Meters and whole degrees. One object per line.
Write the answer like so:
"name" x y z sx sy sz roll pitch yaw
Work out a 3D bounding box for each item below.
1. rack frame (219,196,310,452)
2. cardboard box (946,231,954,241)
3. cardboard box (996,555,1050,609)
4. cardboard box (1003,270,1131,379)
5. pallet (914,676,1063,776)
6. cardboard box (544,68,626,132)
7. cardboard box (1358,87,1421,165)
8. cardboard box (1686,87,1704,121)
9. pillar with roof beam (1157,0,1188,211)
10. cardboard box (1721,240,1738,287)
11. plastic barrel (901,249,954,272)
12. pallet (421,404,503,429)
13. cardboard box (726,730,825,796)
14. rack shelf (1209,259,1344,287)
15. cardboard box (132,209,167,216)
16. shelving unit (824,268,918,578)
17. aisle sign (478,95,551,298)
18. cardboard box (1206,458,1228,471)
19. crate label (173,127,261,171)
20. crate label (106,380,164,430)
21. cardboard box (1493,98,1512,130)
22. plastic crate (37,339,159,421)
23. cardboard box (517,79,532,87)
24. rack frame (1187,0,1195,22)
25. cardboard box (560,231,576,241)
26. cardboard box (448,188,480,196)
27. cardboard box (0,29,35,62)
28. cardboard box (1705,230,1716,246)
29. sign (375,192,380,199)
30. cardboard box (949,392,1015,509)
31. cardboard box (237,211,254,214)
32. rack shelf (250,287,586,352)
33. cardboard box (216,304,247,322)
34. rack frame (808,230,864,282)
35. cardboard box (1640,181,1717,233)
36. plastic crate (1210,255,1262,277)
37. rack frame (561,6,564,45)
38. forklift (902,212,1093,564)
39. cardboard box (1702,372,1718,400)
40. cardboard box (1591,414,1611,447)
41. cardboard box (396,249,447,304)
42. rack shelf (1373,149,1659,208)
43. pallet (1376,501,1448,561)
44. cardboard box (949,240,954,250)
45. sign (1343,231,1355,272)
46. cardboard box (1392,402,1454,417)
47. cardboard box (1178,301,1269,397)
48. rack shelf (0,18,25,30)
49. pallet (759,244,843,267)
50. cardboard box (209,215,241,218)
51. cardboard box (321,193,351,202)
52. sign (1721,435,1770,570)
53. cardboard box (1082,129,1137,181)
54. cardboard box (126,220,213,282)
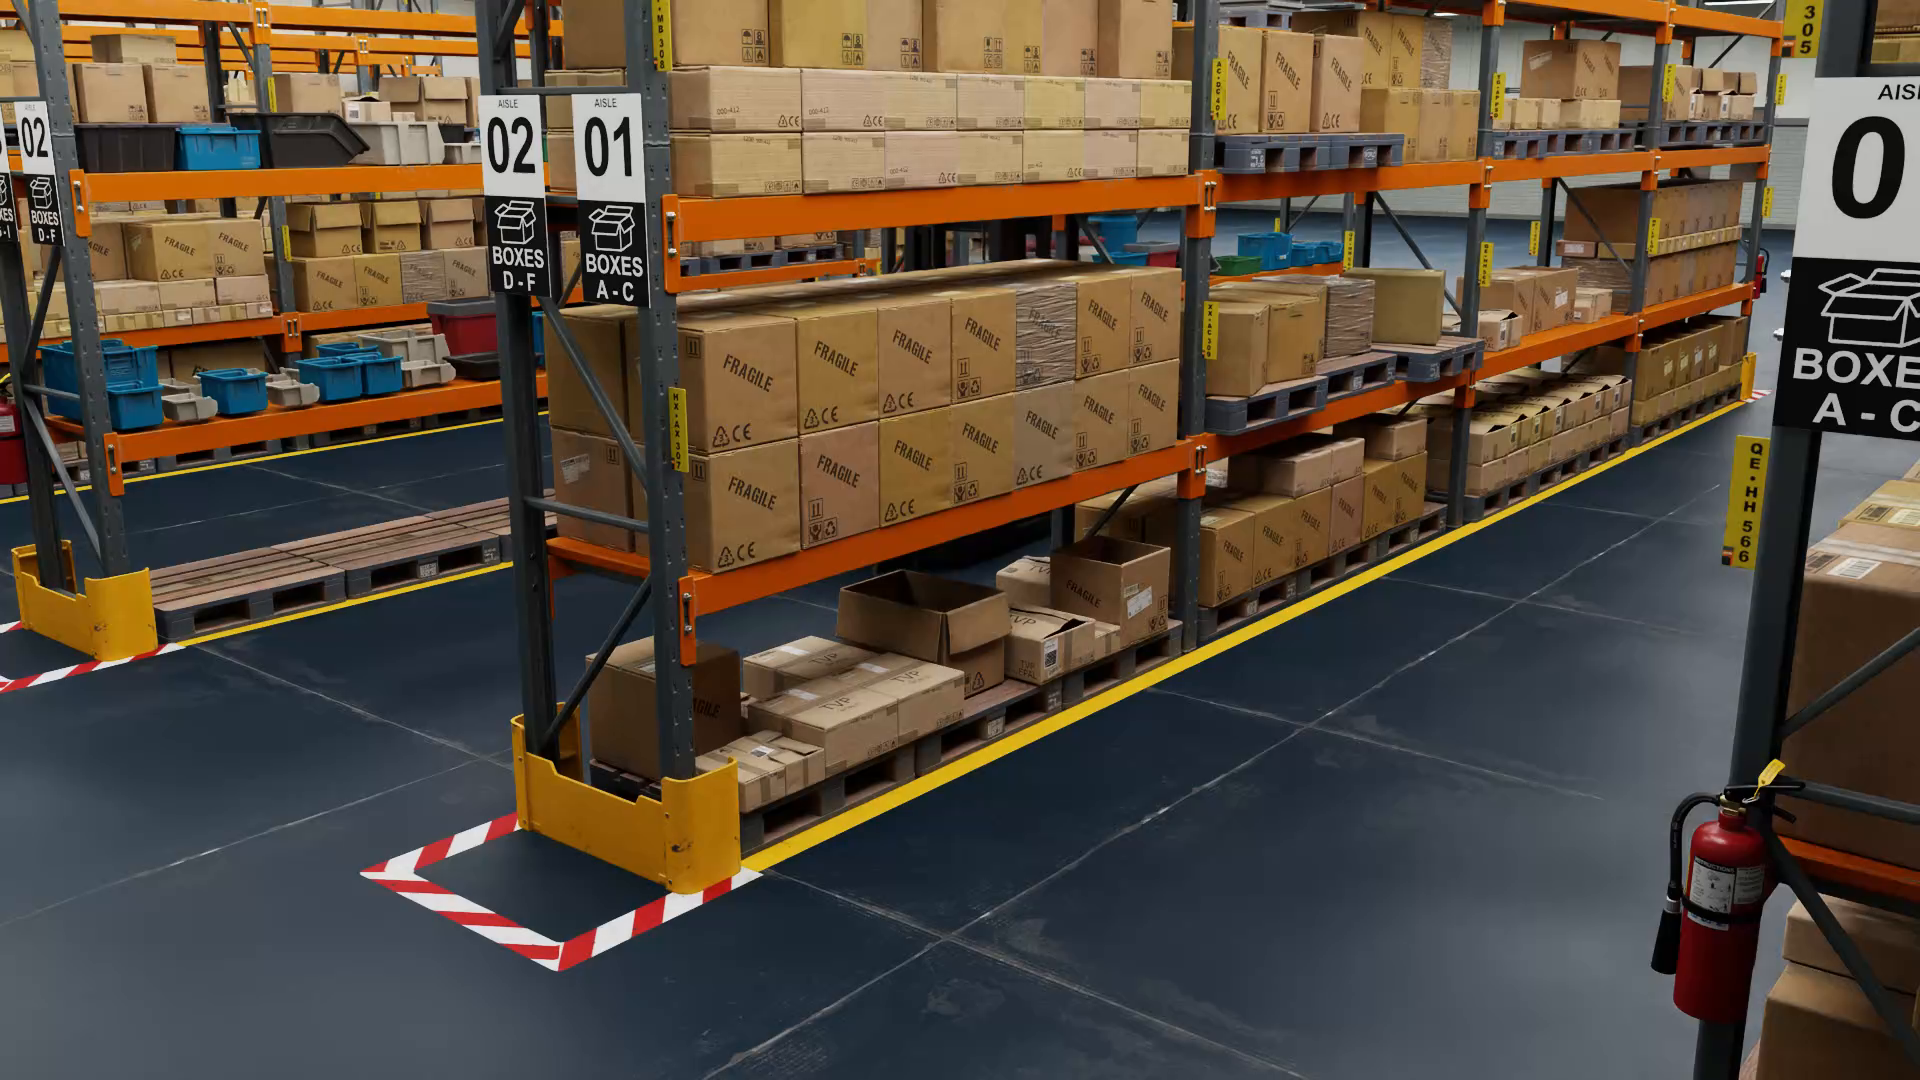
"rack frame" -6.706 -2.392 15.946 1.000 3.000 0.127 11 18 38
"cardboard box" -0.423 -4.484 23.375 0.875 0.500 0.500 11 18 38
"cardboard box" 0.565 0.279 10.001 0.500 0.311 0.500 11 18 38
"cardboard box" 0.561 -1.156 8.847 0.500 0.500 0.500 11 18 36
"pallet" -0.202 0.860 8.811 1.003 0.211 1.213 11 18 38
"cardboard box" -1.393 -1.853 7.024 0.500 0.250 0.500 11 18 38
"cardboard box" 2.616 -2.840 11.417 0.910 0.500 0.500 11 18 38
"cardboard box" 6.886 -4.231 16.138 0.500 0.311 0.500 10 17 35
"pillar with roof beam" 10.330 -14.984 53.329 9.100 9.000 0.548 11 18 38
"cardboard box" 8.236 -3.117 18.599 0.700 0.500 0.500 11 18 38
"plastic barrel" -0.283 -2.593 16.462 0.600 0.536 0.708 11 18 38
"pallet" -5.513 -1.434 17.841 1.003 0.211 1.213 11 18 38
"cardboard box" -0.830 0.993 7.483 0.380 0.166 0.250 11 18 38
"rack shelf" 3.432 -3.192 20.556 1.077 0.370 4.000 11 18 38
"cardboard box" -12.007 -4.729 24.435 0.500 0.250 0.500 11 18 37
"shelving unit" -0.604 -0.789 11.462 0.431 2.100 0.503 9 17 32
"aisle sign" -1.798 -1.386 6.708 0.394 0.787 0.004 11 18 38
"cardboard box" 2.035 -0.286 11.839 0.500 0.500 0.500 11 18 36
"crate label" -4.536 -2.368 10.061 0.408 0.251 0.502 11 18 38
"crate label" -4.956 -0.804 9.912 0.416 0.233 0.303 11 18 38
"cardboard box" 4.068 -3.408 13.304 0.500 0.250 0.500 12 18 39
"plastic crate" -5.302 -0.999 10.268 0.616 0.435 0.499 11 18 38
"cardboard box" -4.519 -4.737 18.024 0.797 0.503 0.637 13 19 41
"rack frame" 2.175 -6.065 18.221 1.000 3.000 0.127 11 18 38
"cardboard box" -4.664 -3.555 18.284 0.797 0.503 0.637 12 19 39
"cardboard box" -7.059 -4.758 23.026 0.700 0.500 0.500 11 18 37
"cardboard box" -7.943 -4.129 13.909 0.500 0.250 0.500 11 18 36
"cardboard box" 7.798 -3.219 17.681 0.380 0.149 0.250 12 19 39
"sign" -7.558 -4.385 21.603 0.100 0.325 0.005 11 18 38
"cardboard box" -0.080 -0.476 8.200 0.500 0.500 0.500 12 18 38
"cardboard box" -9.087 -4.055 20.944 0.380 0.149 0.250 12 19 40
"rack shelf" -5.449 -2.426 17.542 1.077 0.370 4.000 11 18 38
"cardboard box" -6.805 -2.112 15.353 0.380 0.149 0.250 12 18 39
"rack frame" -1.678 -3.924 21.977 1.000 3.000 0.127 11 18 38
"cardboard box" 7.560 -3.538 17.619 0.700 0.500 0.500 11 18 38
"plastic crate" 3.247 -3.271 19.837 0.450 0.188 0.662 11 18 38
"rack frame" -5.472 -7.618 24.336 1.000 3.000 0.127 11 18 38
"forklift" 0.323 -1.564 12.826 1.130 2.935 3.031 9 17 32
"cardboard box" 7.814 -1.685 17.895 0.500 0.250 0.500 11 18 38
"cardboard box" 5.670 -1.040 15.357 0.500 0.250 0.500 11 18 37
"cardboard box" -5.592 -2.682 16.885 0.500 0.500 0.500 11 18 36
"rack shelf" 4.768 -3.112 14.151 1.077 0.370 4.000 11 18 38
"pallet" 3.012 -0.136 12.728 1.003 0.211 1.213 11 18 38
"cardboard box" -0.255 -4.141 23.342 0.380 0.149 0.250 11 18 38
"sign" 3.077 -2.271 13.117 0.100 0.325 0.005 11 18 38
"cardboard box" 3.970 -1.006 14.083 0.500 0.311 0.500 11 18 37
"cardboard box" 1.469 -1.166 10.066 0.700 0.500 0.500 5 15 19
"rack shelf" -11.757 -5.353 16.886 1.077 0.370 4.000 11 18 38
"pallet" -2.271 -3.707 21.513 1.003 0.211 1.213 11 18 38
"cardboard box" -8.916 -3.853 20.147 0.380 0.149 0.250 12 19 39
"cardboard box" -10.137 -5.537 26.665 0.500 0.500 0.500 12 19 39
"sign" 1.925 -0.089 4.048 0.100 0.325 0.005 11 18 38
"cardboard box" 0.576 -2.011 8.659 0.500 0.250 0.500 11 18 38
"cardboard box" -7.105 -2.602 14.951 0.500 0.500 0.500 11 18 38
